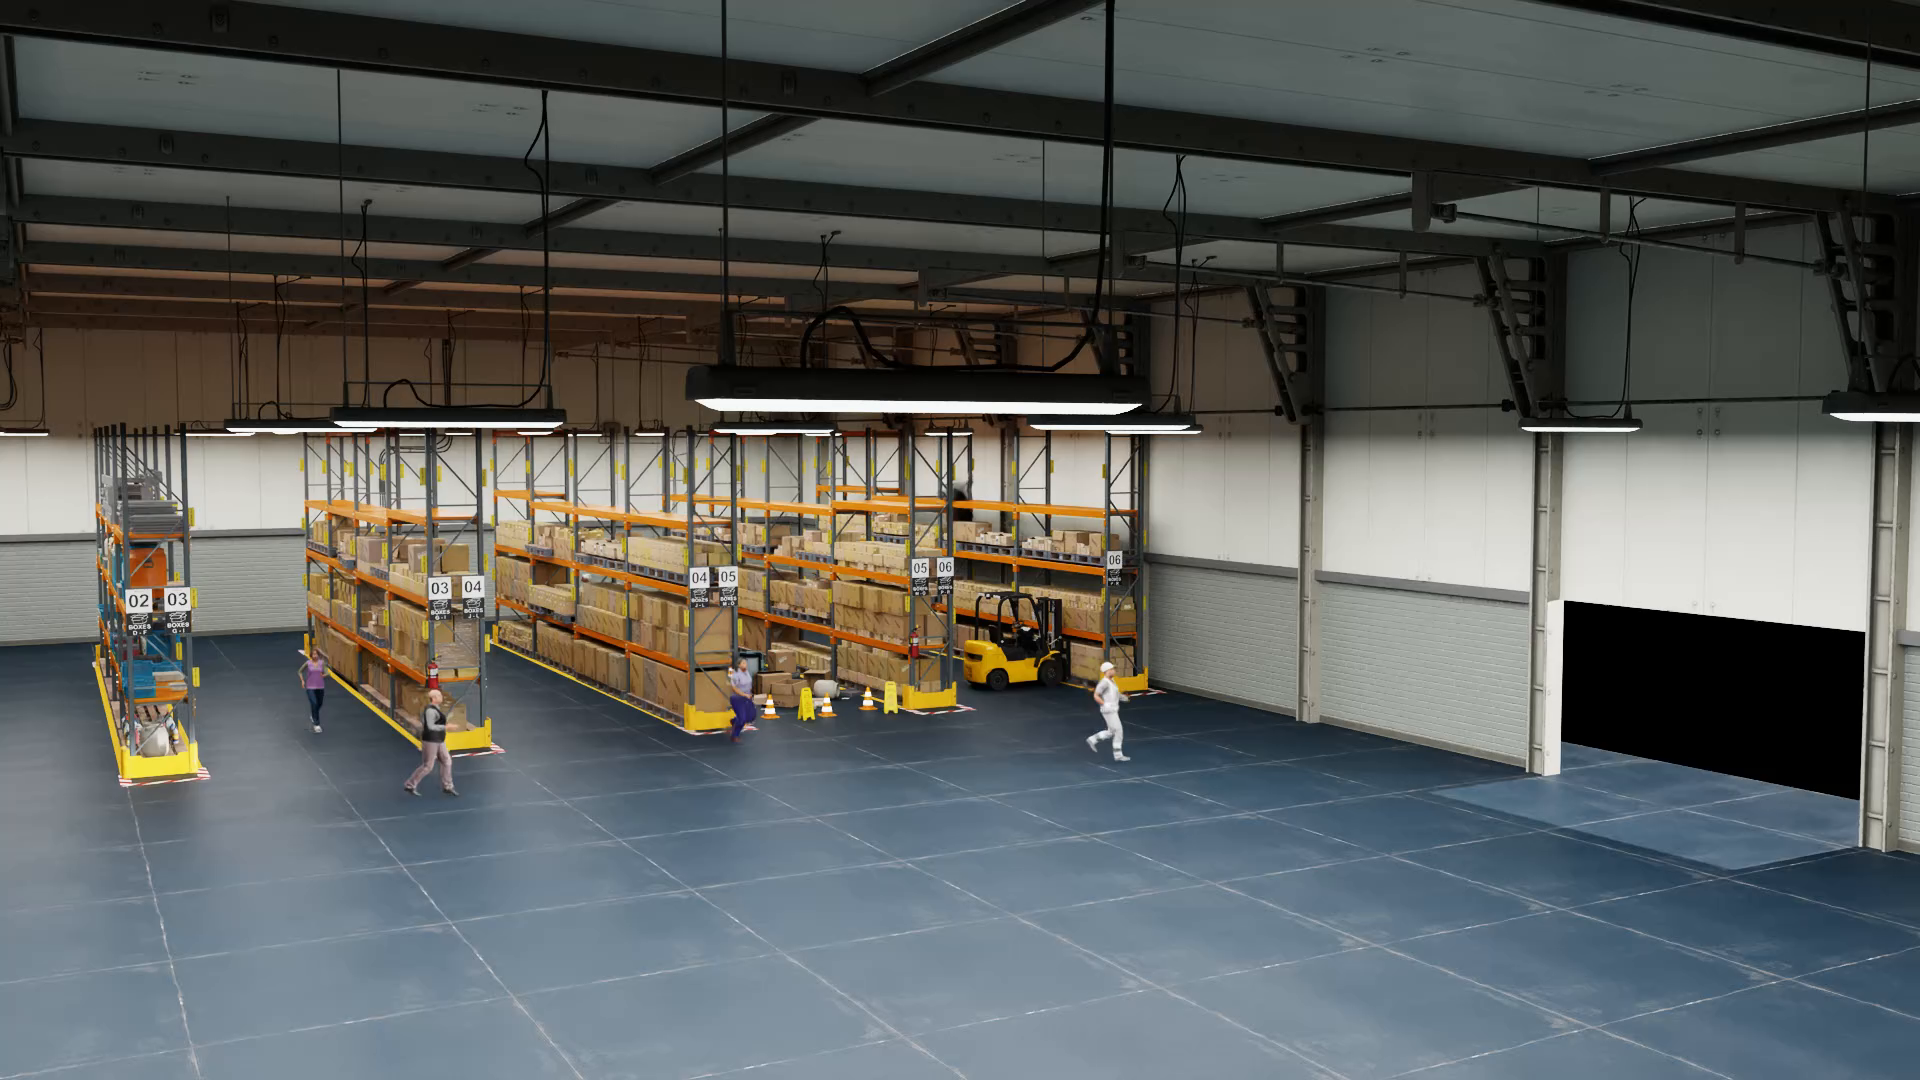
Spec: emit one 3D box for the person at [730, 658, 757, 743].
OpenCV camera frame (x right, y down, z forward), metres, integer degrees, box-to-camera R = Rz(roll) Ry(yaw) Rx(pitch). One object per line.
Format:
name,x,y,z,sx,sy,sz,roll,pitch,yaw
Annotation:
person,-4.108,3.027,31.481,0.574,1.611,0.630,2,4,27

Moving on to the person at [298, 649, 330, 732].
person,-12.663,2.924,32.641,0.532,1.595,0.883,-3,4,-38

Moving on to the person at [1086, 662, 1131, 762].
person,2.635,3.052,29.597,0.849,1.758,0.668,1,4,21

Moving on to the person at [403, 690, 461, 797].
person,-8.414,3.258,26.484,0.873,1.761,0.613,0,3,-5

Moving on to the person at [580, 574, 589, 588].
person,-11.051,1.870,49.346,0.695,1.756,0.677,-2,4,-33
